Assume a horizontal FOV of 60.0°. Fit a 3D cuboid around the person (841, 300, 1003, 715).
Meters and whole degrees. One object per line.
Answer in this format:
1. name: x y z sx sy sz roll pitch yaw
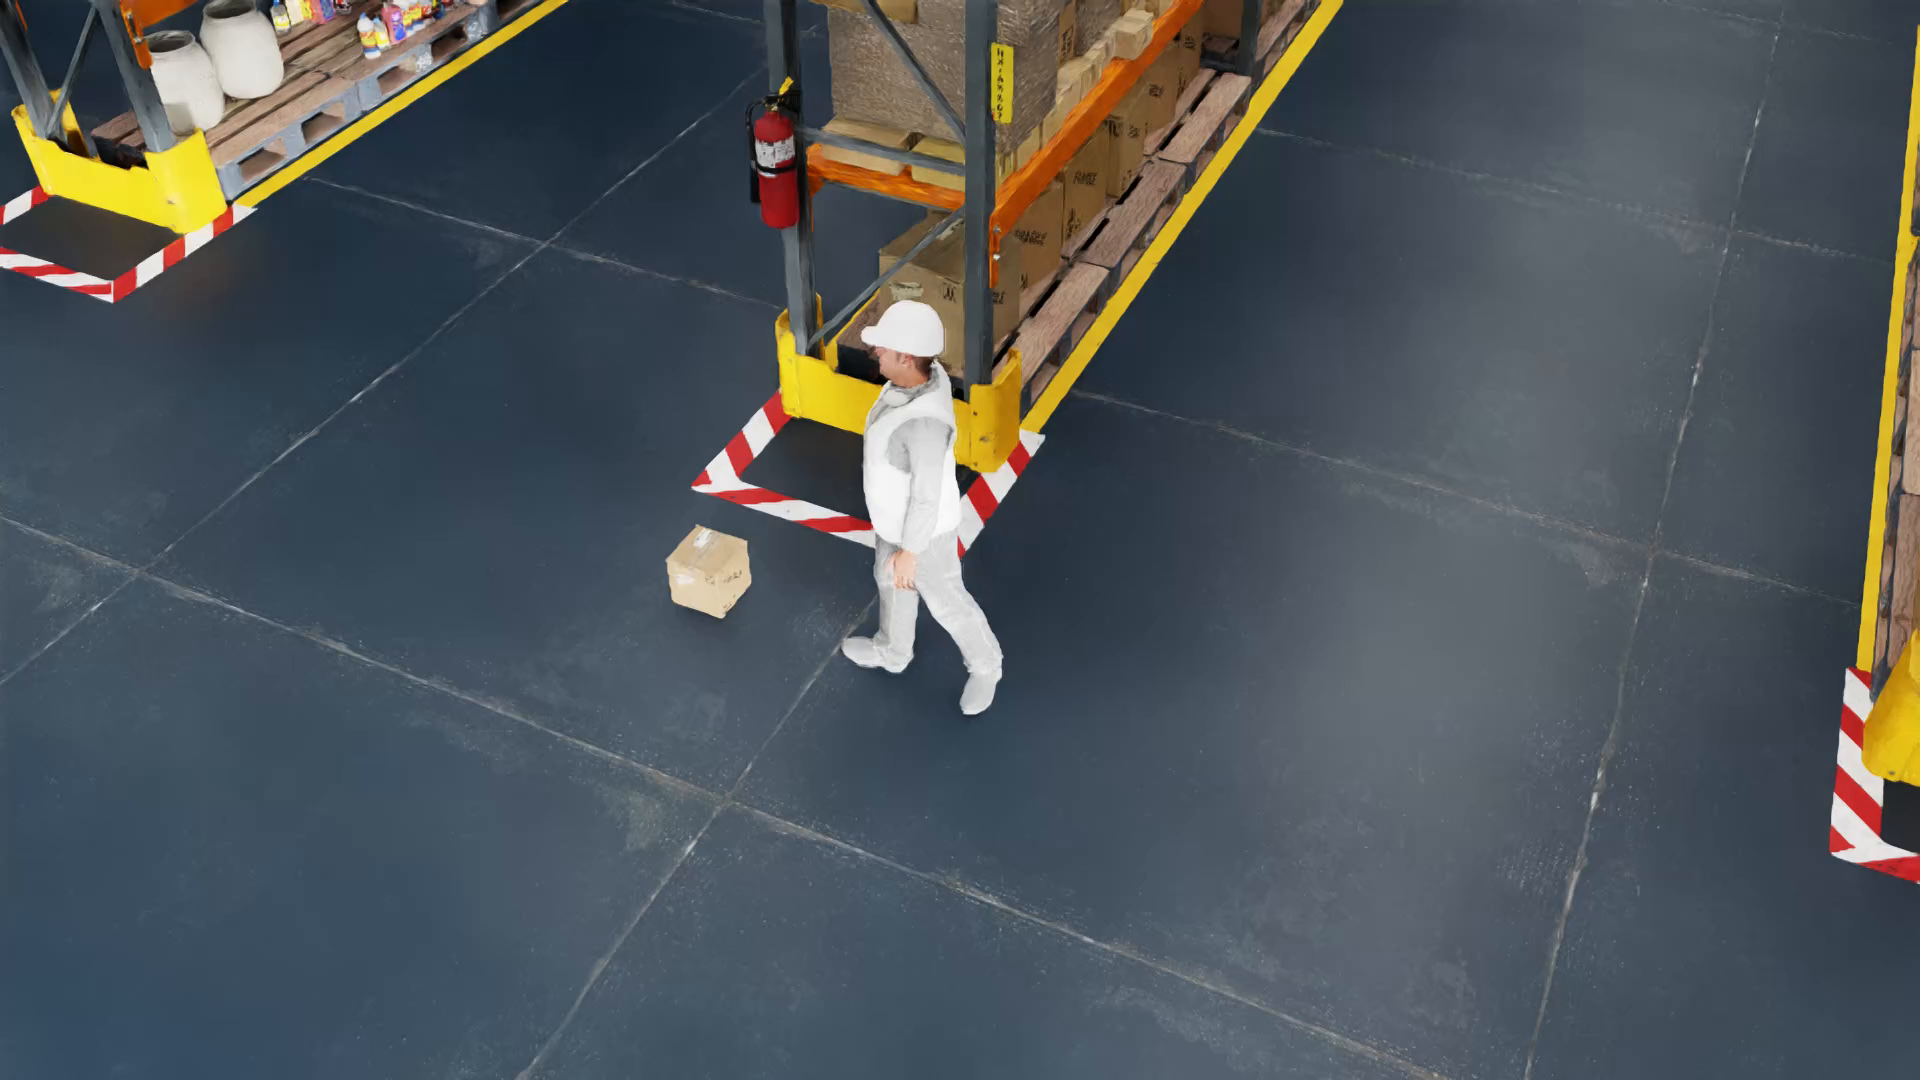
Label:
1. person: -0.155 -0.122 6.276 0.629 1.768 0.650 -7 42 -8
